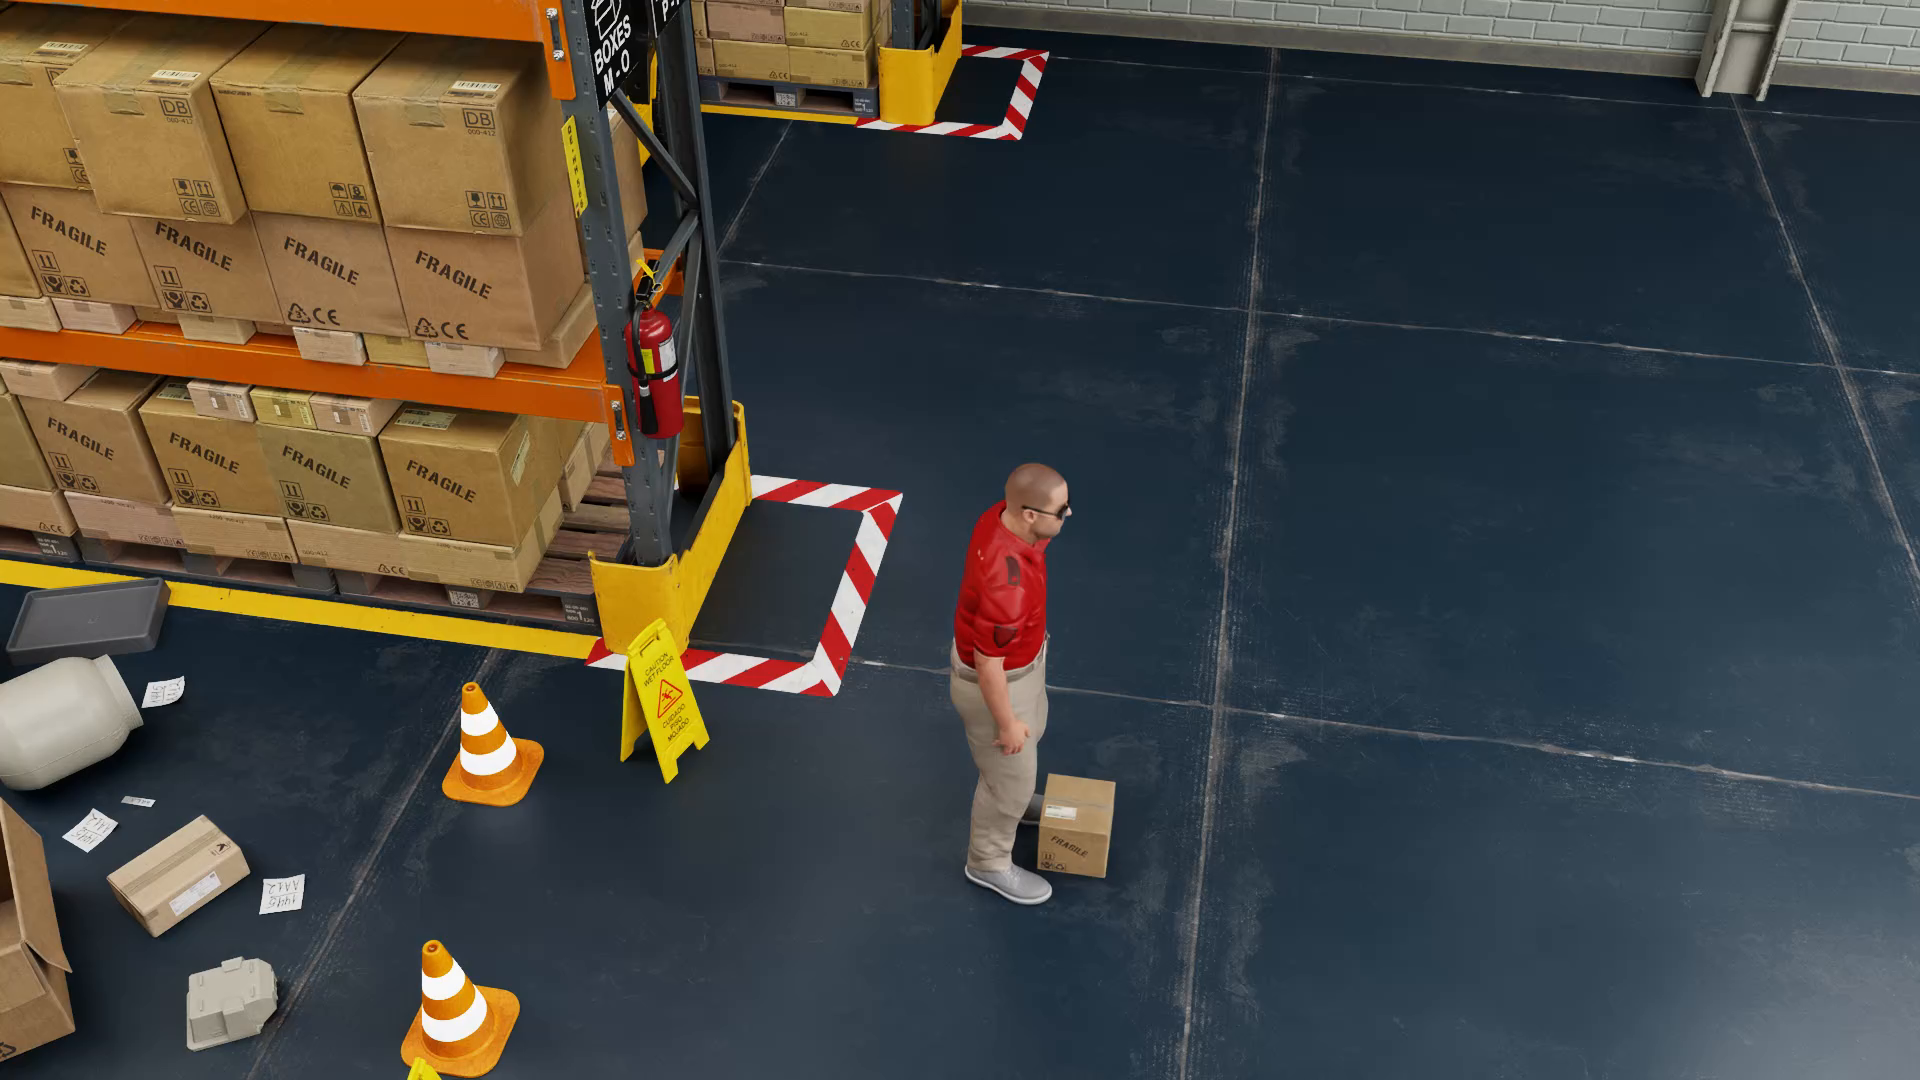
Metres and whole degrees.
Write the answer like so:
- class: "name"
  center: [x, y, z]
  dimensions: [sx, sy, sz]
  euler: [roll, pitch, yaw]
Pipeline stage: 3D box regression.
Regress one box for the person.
- class: "person"
  center: [0.172, 0.454, 5.632]
  dimensions: [0.393, 1.725, 0.597]
  euler: [4, 40, 5]
